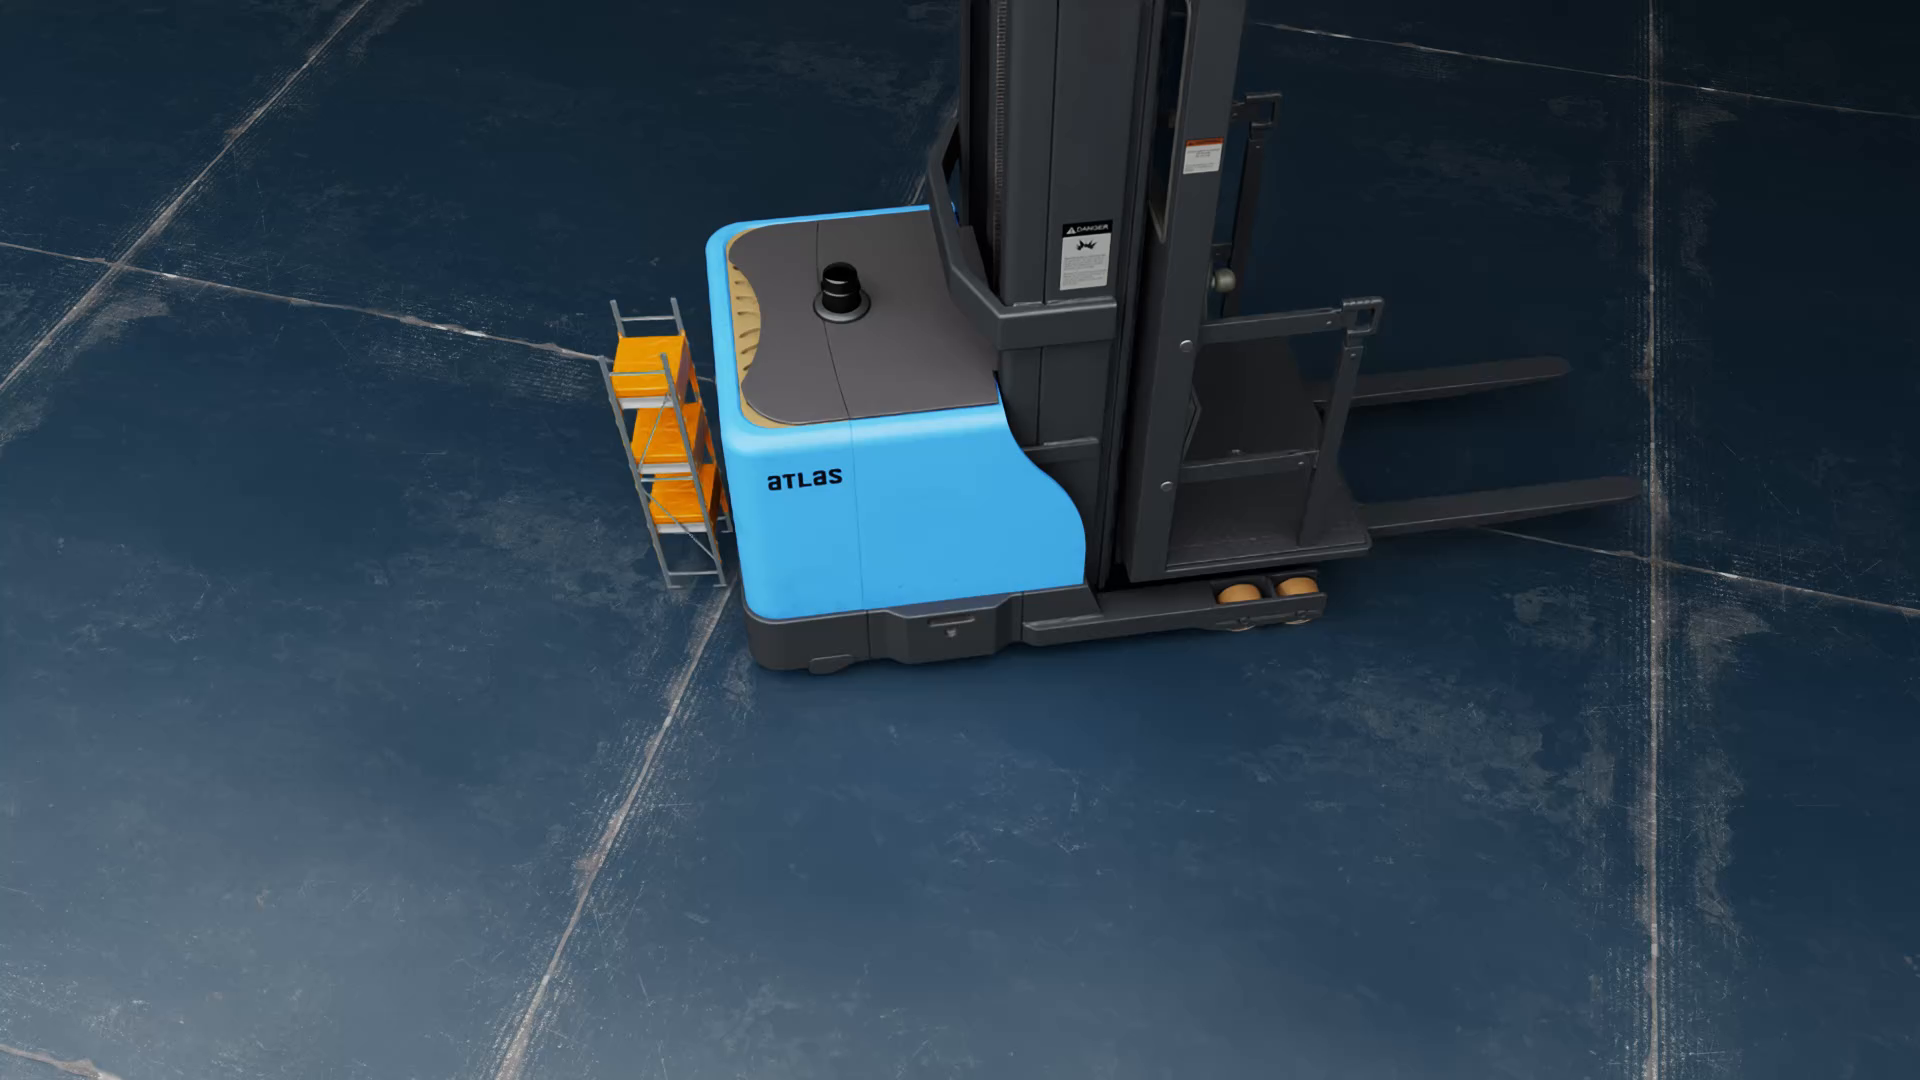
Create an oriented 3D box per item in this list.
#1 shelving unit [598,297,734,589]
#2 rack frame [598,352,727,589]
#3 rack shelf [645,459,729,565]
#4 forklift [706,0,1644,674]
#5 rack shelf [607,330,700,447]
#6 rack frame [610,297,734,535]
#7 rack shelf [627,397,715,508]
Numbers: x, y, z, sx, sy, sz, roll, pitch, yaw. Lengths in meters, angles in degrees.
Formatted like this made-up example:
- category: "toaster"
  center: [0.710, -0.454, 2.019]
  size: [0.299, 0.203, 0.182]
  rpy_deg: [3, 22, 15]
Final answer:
- category: "shelving unit"
  center: [-0.917, -0.281, 5.289]
  size: [0.215, 1.050, 0.252]
  rpy_deg: [-2, 48, 3]
- category: "rack frame"
  center: [-0.918, -0.189, 5.208]
  size: [0.200, 1.050, 0.008]
  rpy_deg: [-2, 48, 3]
- category: "rack shelf"
  center: [-0.899, -0.090, 5.505]
  size: [0.215, 0.259, 0.240]
  rpy_deg: [-2, 48, 3]
- category: "forklift"
  center: [0.756, -1.057, 4.728]
  size: [3.031, 2.935, 1.130]
  rpy_deg: [-7, 49, -6]
- category: "rack shelf"
  center: [-0.934, -0.462, 5.085]
  size: [0.215, 0.259, 0.240]
  rpy_deg: [-2, 48, 3]
- category: "rack frame"
  center: [-0.916, -0.372, 5.370]
  size: [0.200, 1.050, 0.008]
  rpy_deg: [-2, 48, 3]
- category: "rack shelf"
  center: [-0.916, -0.274, 5.297]
  size: [0.215, 0.259, 0.240]
  rpy_deg: [-2, 48, 3]
